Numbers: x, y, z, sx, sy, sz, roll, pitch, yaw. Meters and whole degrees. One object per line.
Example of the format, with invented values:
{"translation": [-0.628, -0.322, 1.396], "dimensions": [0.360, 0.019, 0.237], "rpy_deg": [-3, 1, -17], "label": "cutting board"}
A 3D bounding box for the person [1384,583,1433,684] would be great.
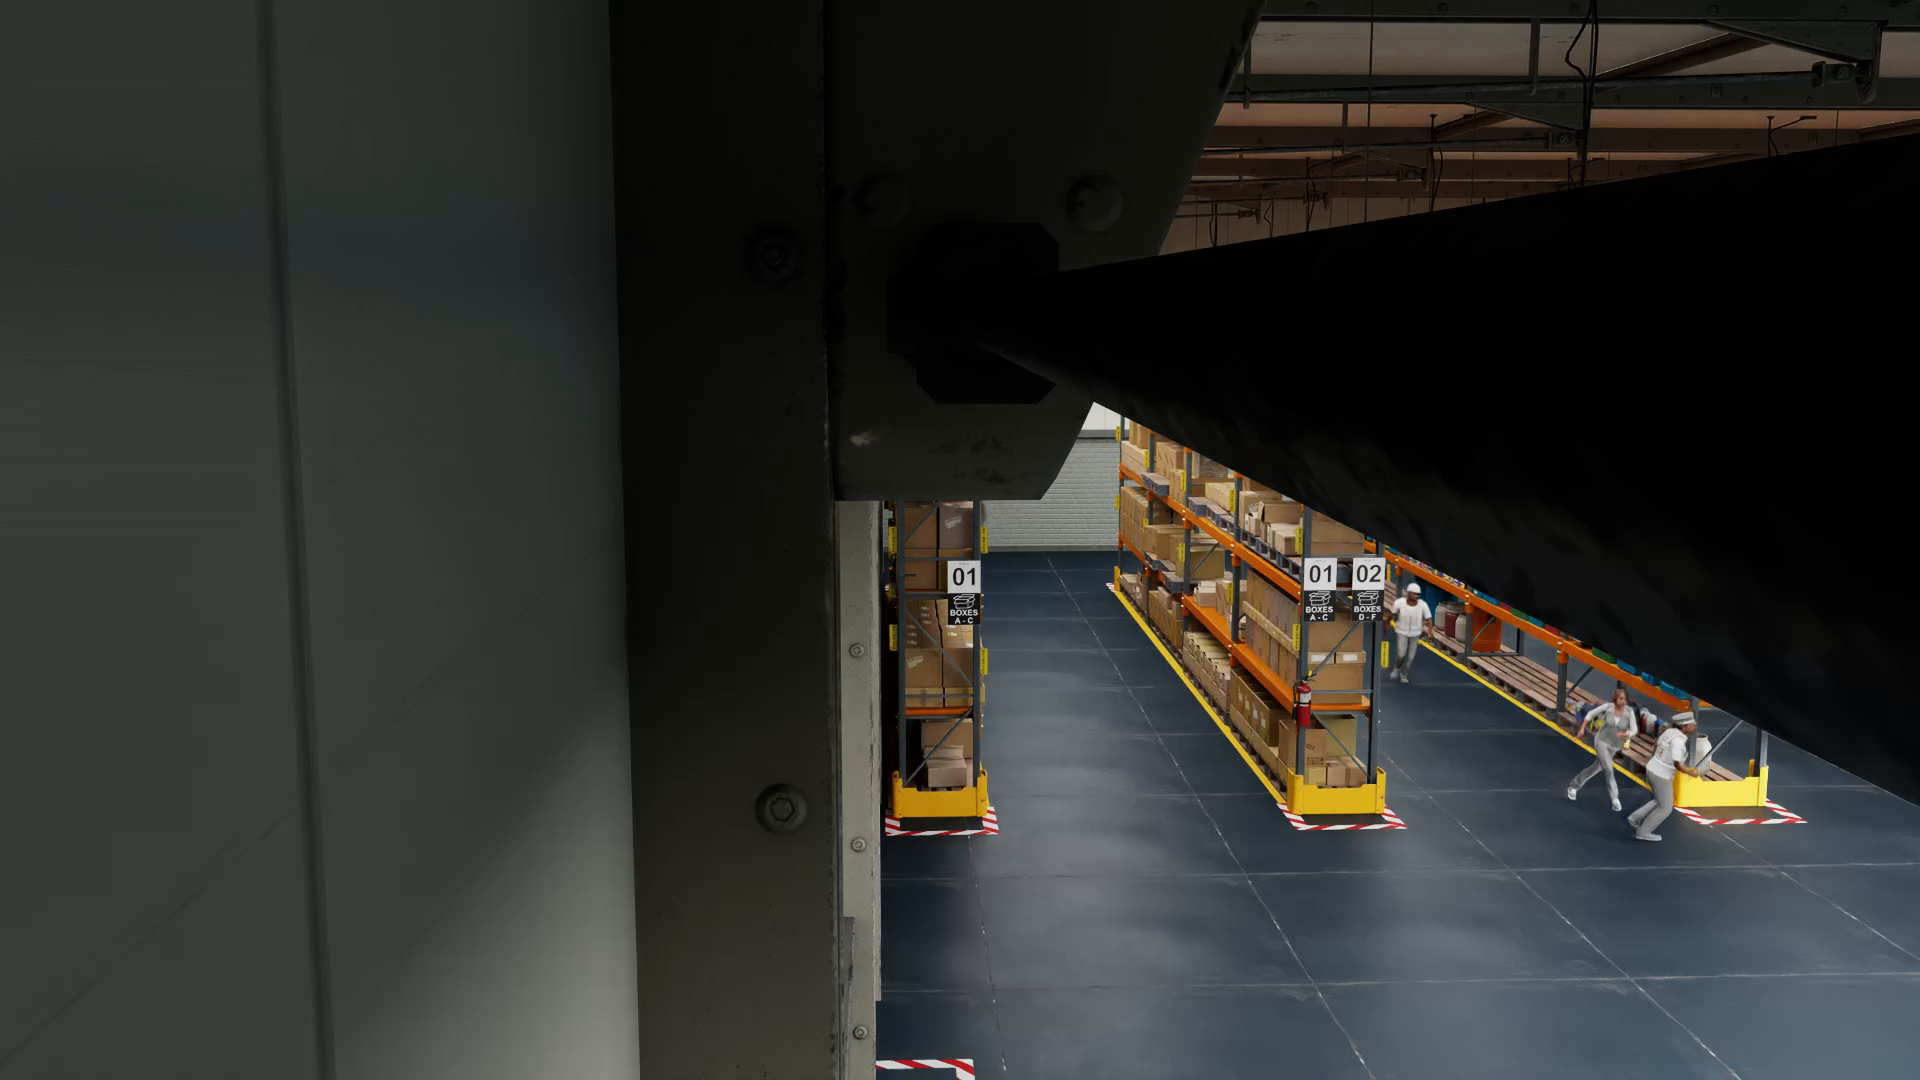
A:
{"translation": [7.388, 1.549, 27.340], "dimensions": [0.703, 1.715, 0.798], "rpy_deg": [1, 8, 4], "label": "person"}

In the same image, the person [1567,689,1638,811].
{"translation": [8.054, 2.585, 20.836], "dimensions": [0.697, 1.536, 0.654], "rpy_deg": [-1, 8, -6], "label": "person"}

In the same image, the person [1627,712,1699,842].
{"translation": [8.264, 2.763, 19.505], "dimensions": [0.741, 1.572, 0.554], "rpy_deg": [2, 8, 11], "label": "person"}
